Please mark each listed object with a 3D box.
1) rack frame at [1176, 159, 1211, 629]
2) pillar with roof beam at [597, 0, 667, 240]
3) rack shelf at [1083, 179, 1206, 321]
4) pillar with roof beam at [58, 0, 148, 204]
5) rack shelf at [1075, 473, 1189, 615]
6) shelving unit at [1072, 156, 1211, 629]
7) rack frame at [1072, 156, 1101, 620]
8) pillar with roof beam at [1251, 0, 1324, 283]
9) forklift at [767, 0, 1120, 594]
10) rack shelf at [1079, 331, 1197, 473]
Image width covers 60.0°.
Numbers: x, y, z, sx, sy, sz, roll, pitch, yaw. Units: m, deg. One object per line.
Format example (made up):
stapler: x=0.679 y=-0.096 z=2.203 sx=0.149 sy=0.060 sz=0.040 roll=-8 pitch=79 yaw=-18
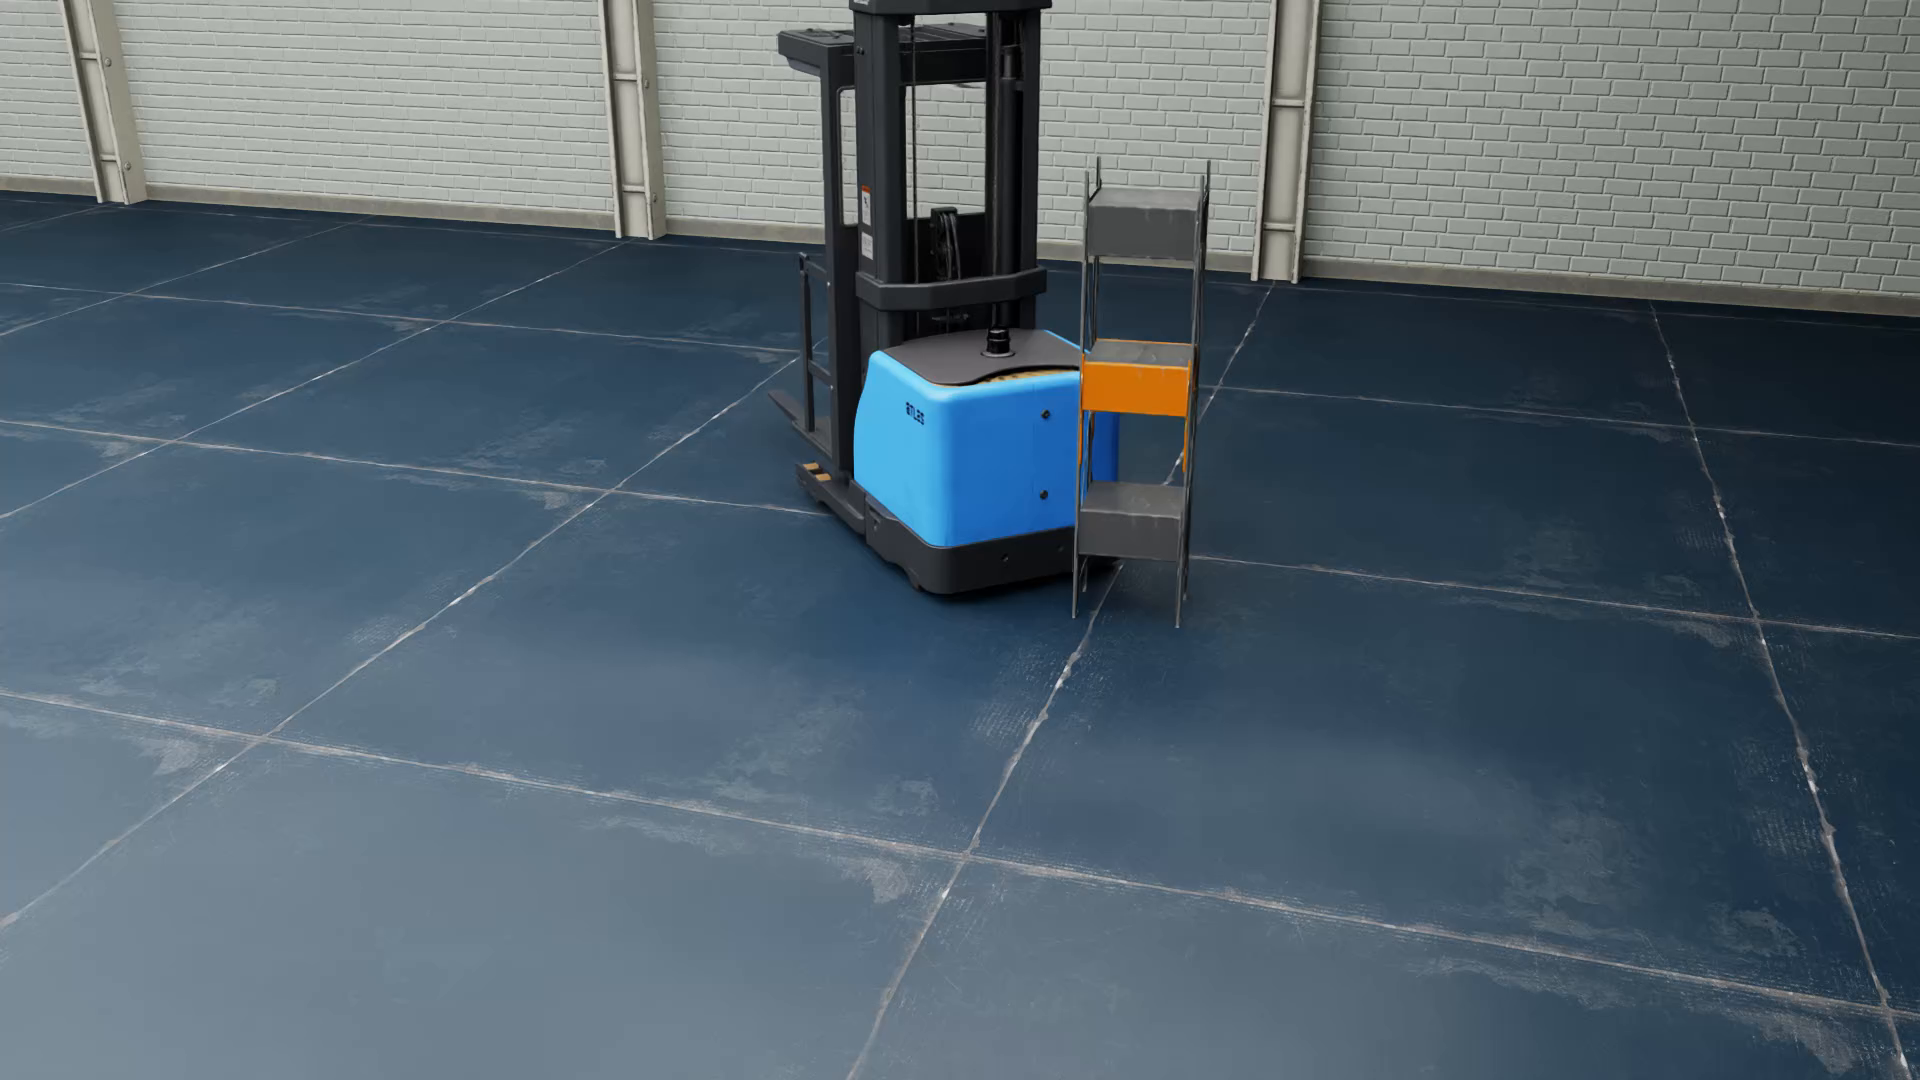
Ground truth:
rack frame: x=1.056 y=-0.629 z=7.537 sx=0.015 sy=2.100 sz=0.400 roll=5 pitch=23 yaw=11
pillar with roof beam: x=-4.276 y=-5.504 z=10.331 sx=0.400 sy=9.000 sz=9.100 roll=7 pitch=23 yaw=16
rack shelf: x=0.818 y=-1.284 z=7.325 sx=0.480 sy=0.518 sz=0.431 roll=5 pitch=23 yaw=11
pillar with roof beam: x=-10.020 y=-6.162 z=11.934 sx=0.400 sy=9.000 sz=9.100 roll=7 pitch=23 yaw=16
rack shelf: x=0.818 y=0.011 z=7.856 sx=0.480 sy=0.518 sz=0.431 roll=5 pitch=23 yaw=11
shelving unit: x=0.818 y=-0.649 z=7.586 sx=0.503 sy=2.100 sz=0.431 roll=5 pitch=23 yaw=11
rack frame: x=0.580 y=-0.669 z=7.634 sx=0.015 sy=2.100 sz=0.400 roll=5 pitch=23 yaw=11
pillar with roof beam: x=1.468 y=-4.846 z=8.727 sx=0.400 sy=9.000 sz=9.100 roll=7 pitch=23 yaw=16
forklift: x=-0.278 y=-1.622 z=8.862 sx=1.130 sy=2.935 sz=3.031 roll=-10 pitch=24 yaw=-23
rack shelf: x=0.818 y=-0.636 z=7.591 sx=0.480 sy=0.518 sz=0.431 roll=5 pitch=23 yaw=11
